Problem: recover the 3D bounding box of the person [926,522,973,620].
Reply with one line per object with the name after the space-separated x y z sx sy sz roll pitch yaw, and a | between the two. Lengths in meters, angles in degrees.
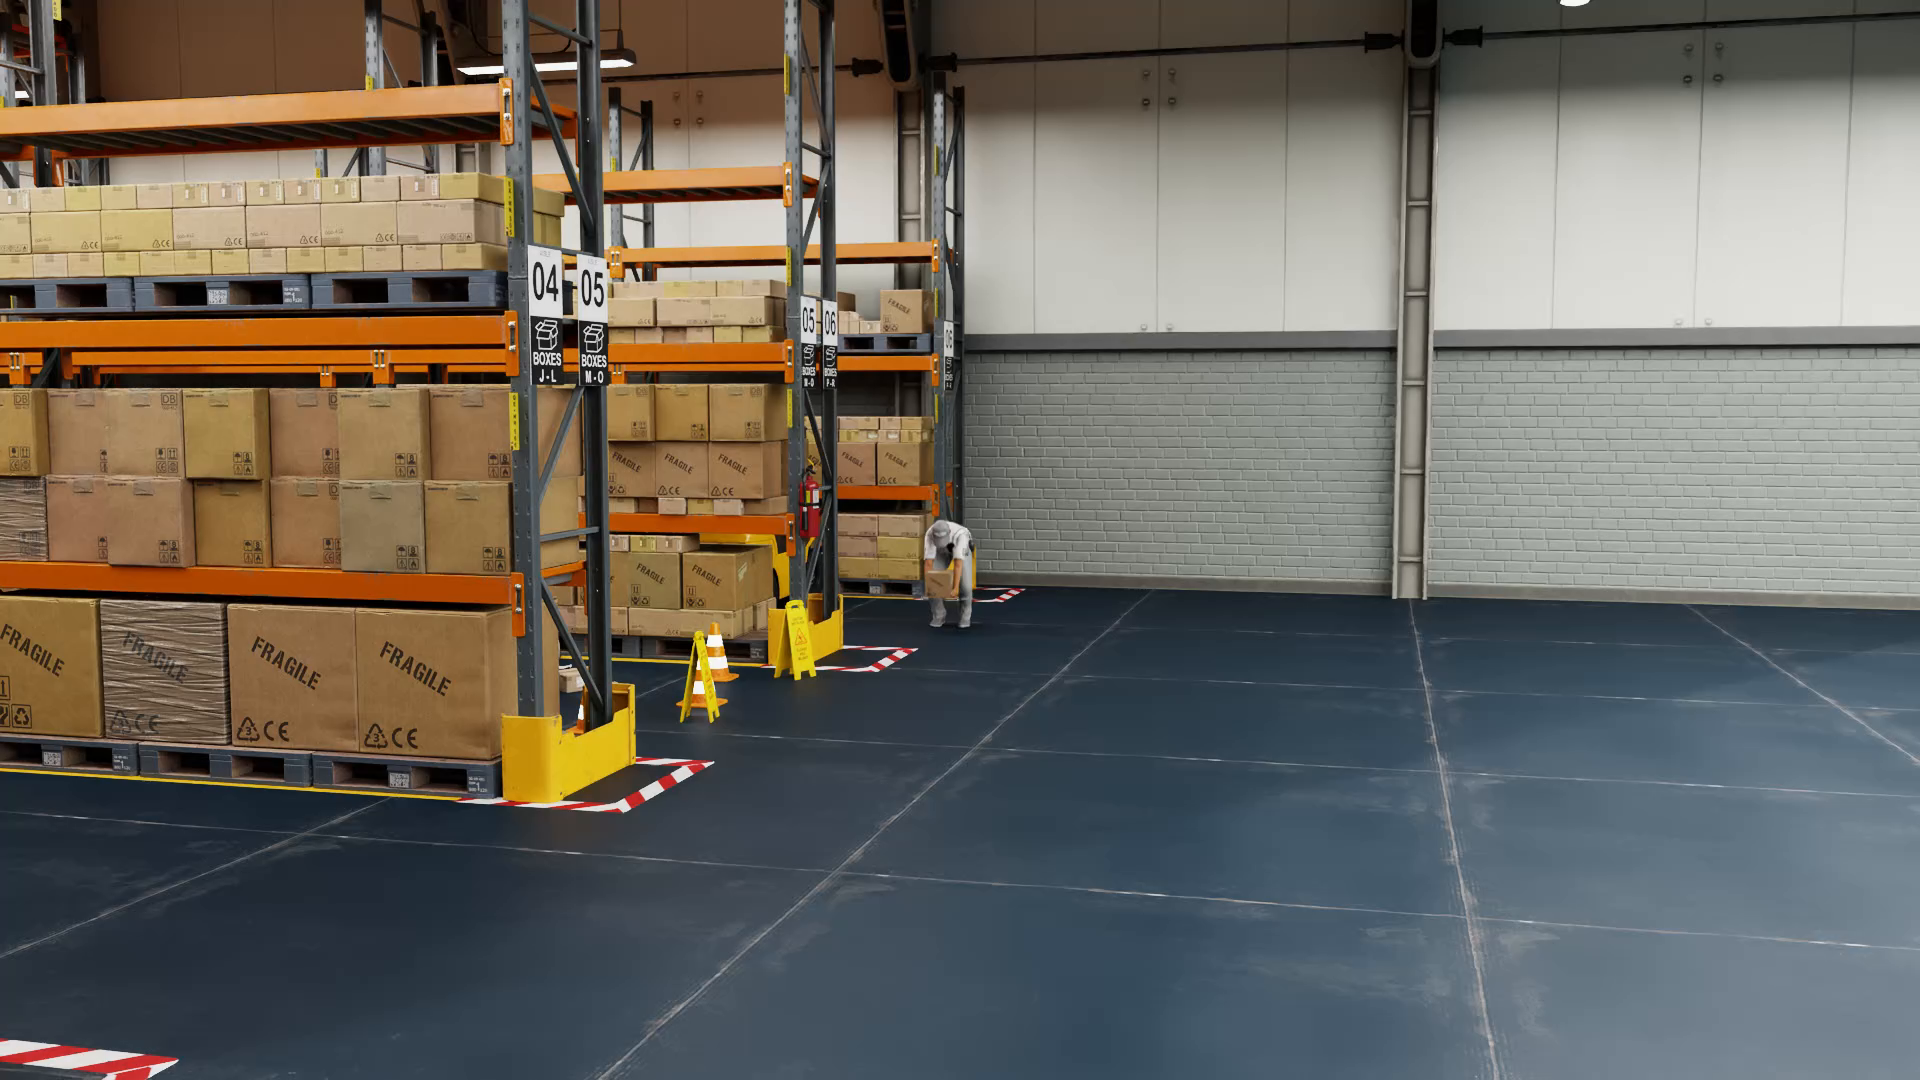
-0.106 0.309 16.913 0.495 1.029 0.683 1 5 11 | person
